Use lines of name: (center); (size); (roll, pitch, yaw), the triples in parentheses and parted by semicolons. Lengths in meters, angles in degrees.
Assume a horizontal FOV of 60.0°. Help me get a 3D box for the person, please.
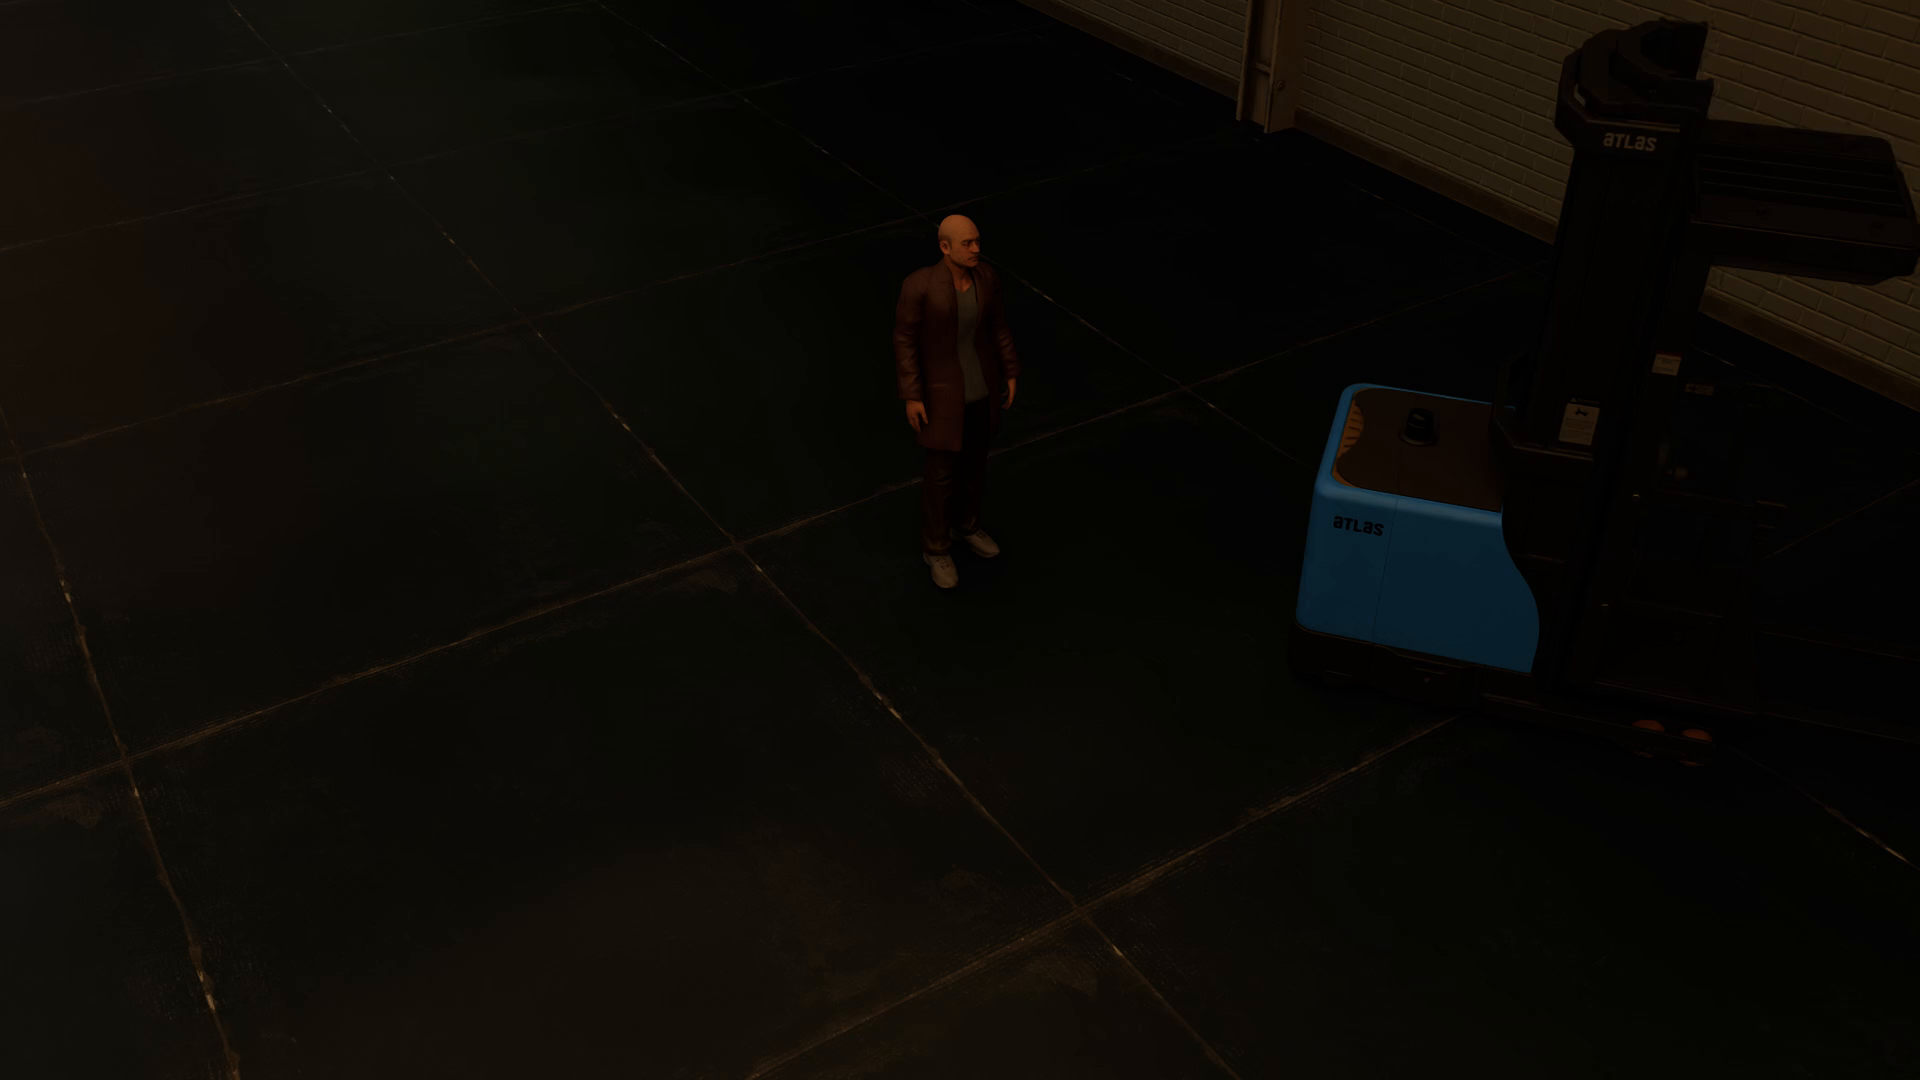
person: (0.047, -0.688, 8.117); (0.696, 1.778, 0.579); (-21, 40, -27)

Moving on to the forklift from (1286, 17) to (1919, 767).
forklift: (3.103, -0.551, 6.932); (3.031, 2.935, 1.130); (11, 37, 15)
